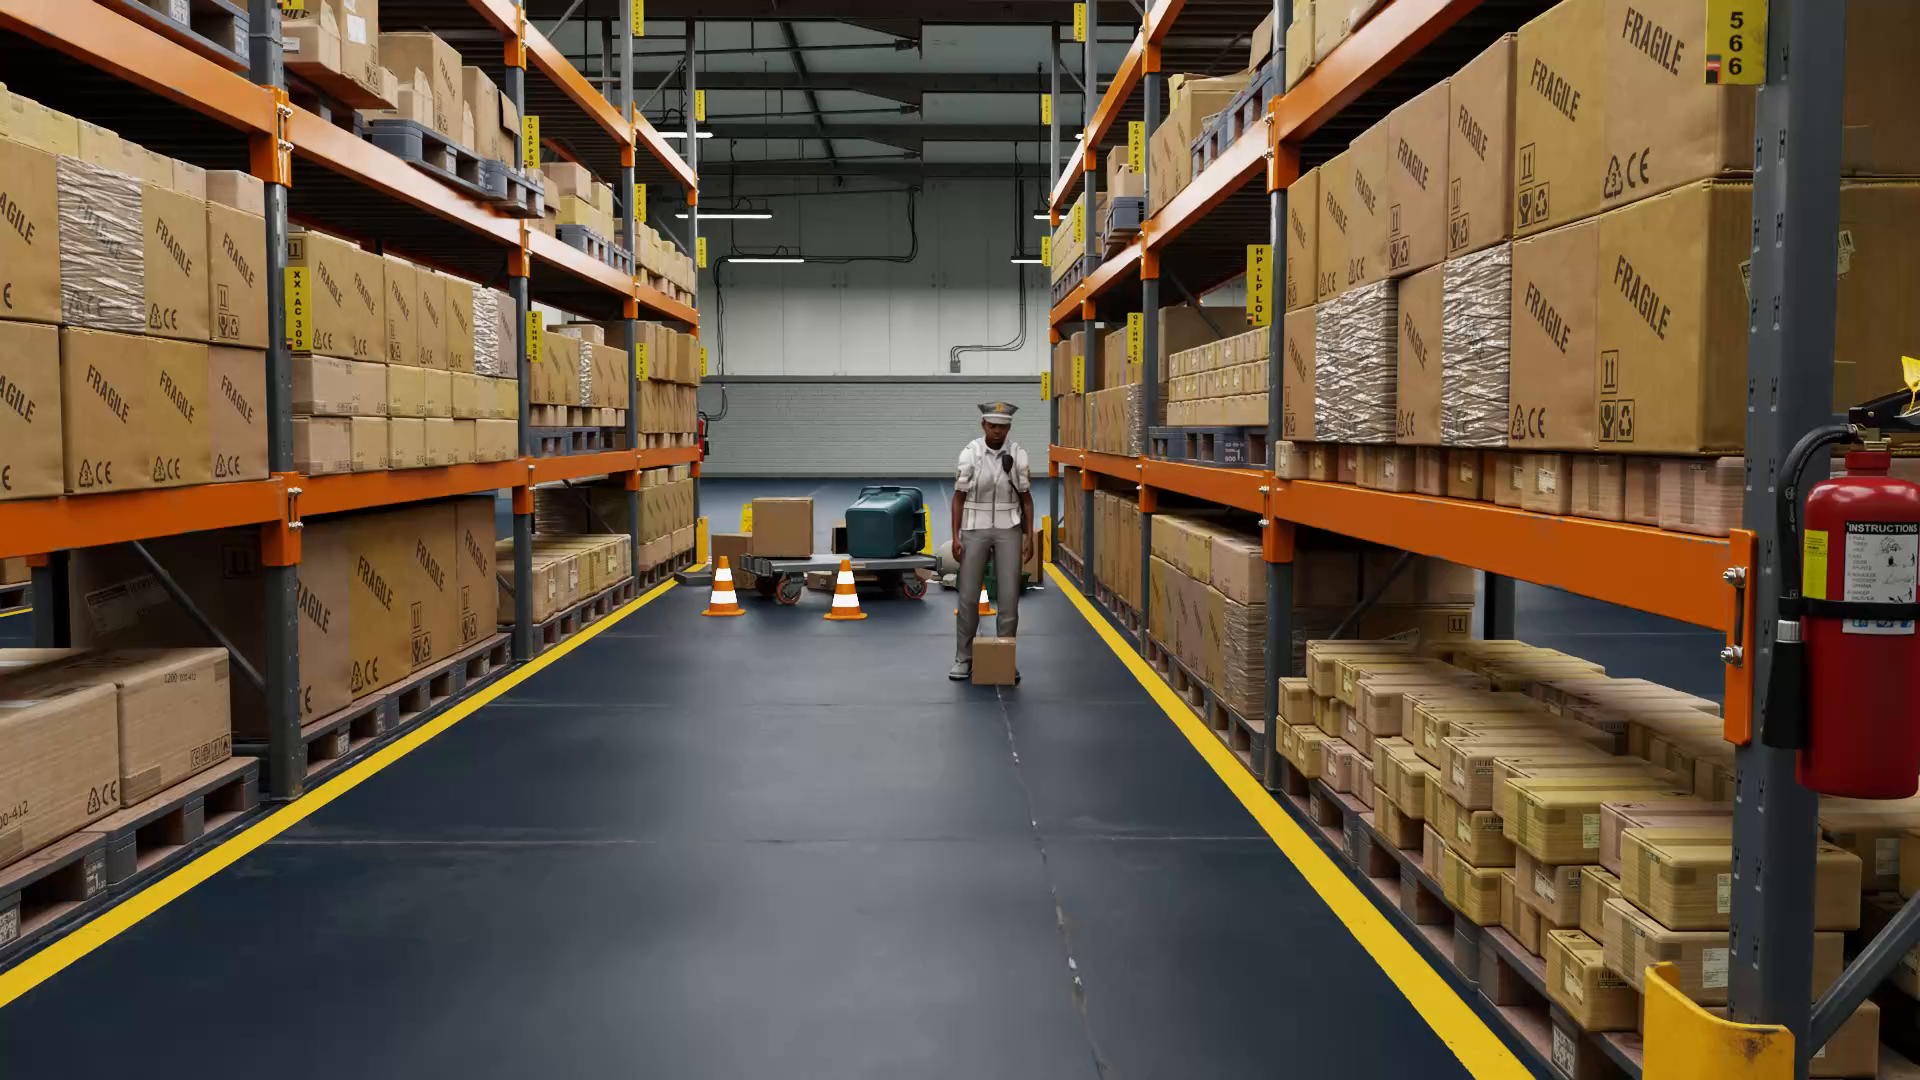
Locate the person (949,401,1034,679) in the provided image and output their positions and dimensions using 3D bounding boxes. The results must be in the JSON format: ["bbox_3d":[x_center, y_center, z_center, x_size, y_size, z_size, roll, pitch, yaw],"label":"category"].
[{"bbox_3d":[0.189,-0.001,10.021,0.520,1.659,0.417,0,4,-3],"label":"person"}]
